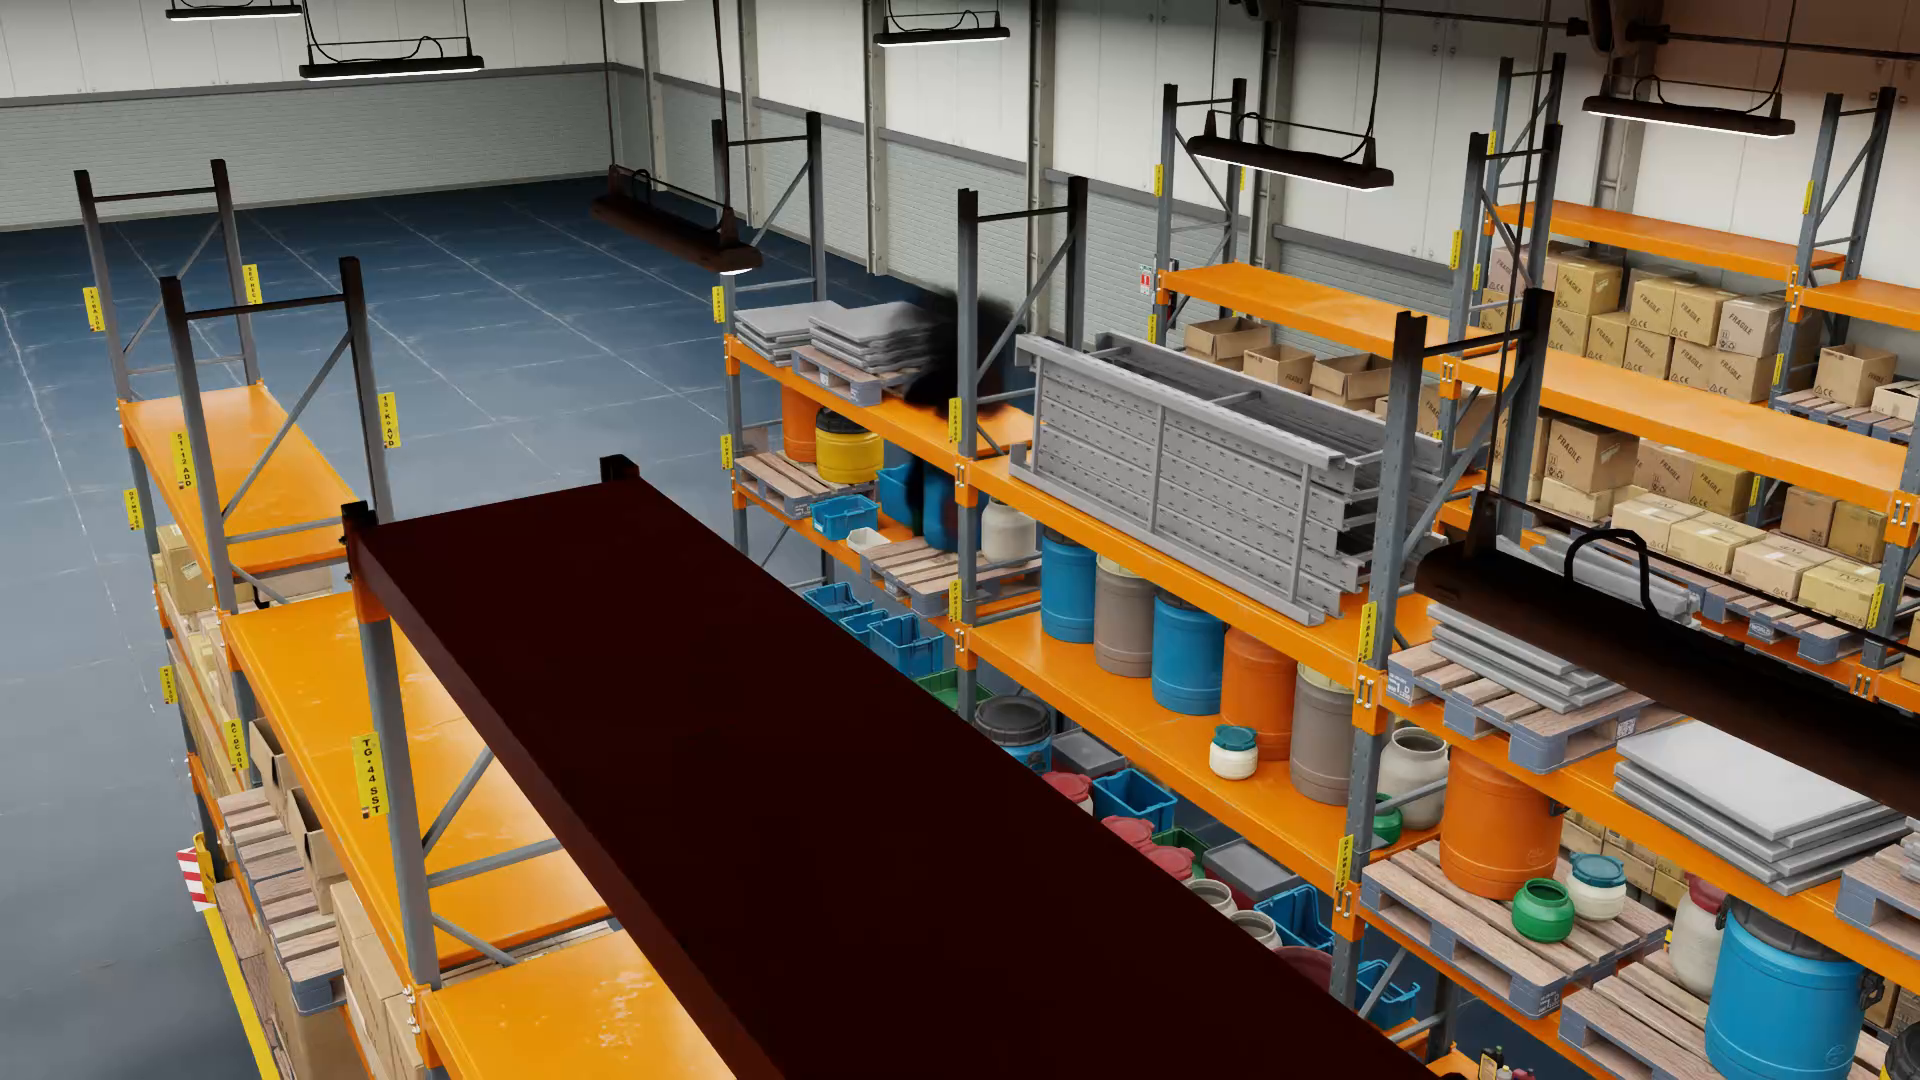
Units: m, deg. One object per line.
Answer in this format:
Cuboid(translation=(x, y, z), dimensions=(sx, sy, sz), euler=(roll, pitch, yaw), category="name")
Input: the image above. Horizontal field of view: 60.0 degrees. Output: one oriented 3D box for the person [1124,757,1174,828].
Cuboid(translation=(1.600, 1.897, 14.386), dimensions=(0.620, 1.790, 0.853), euler=(-10, 24, -23), category="person")
